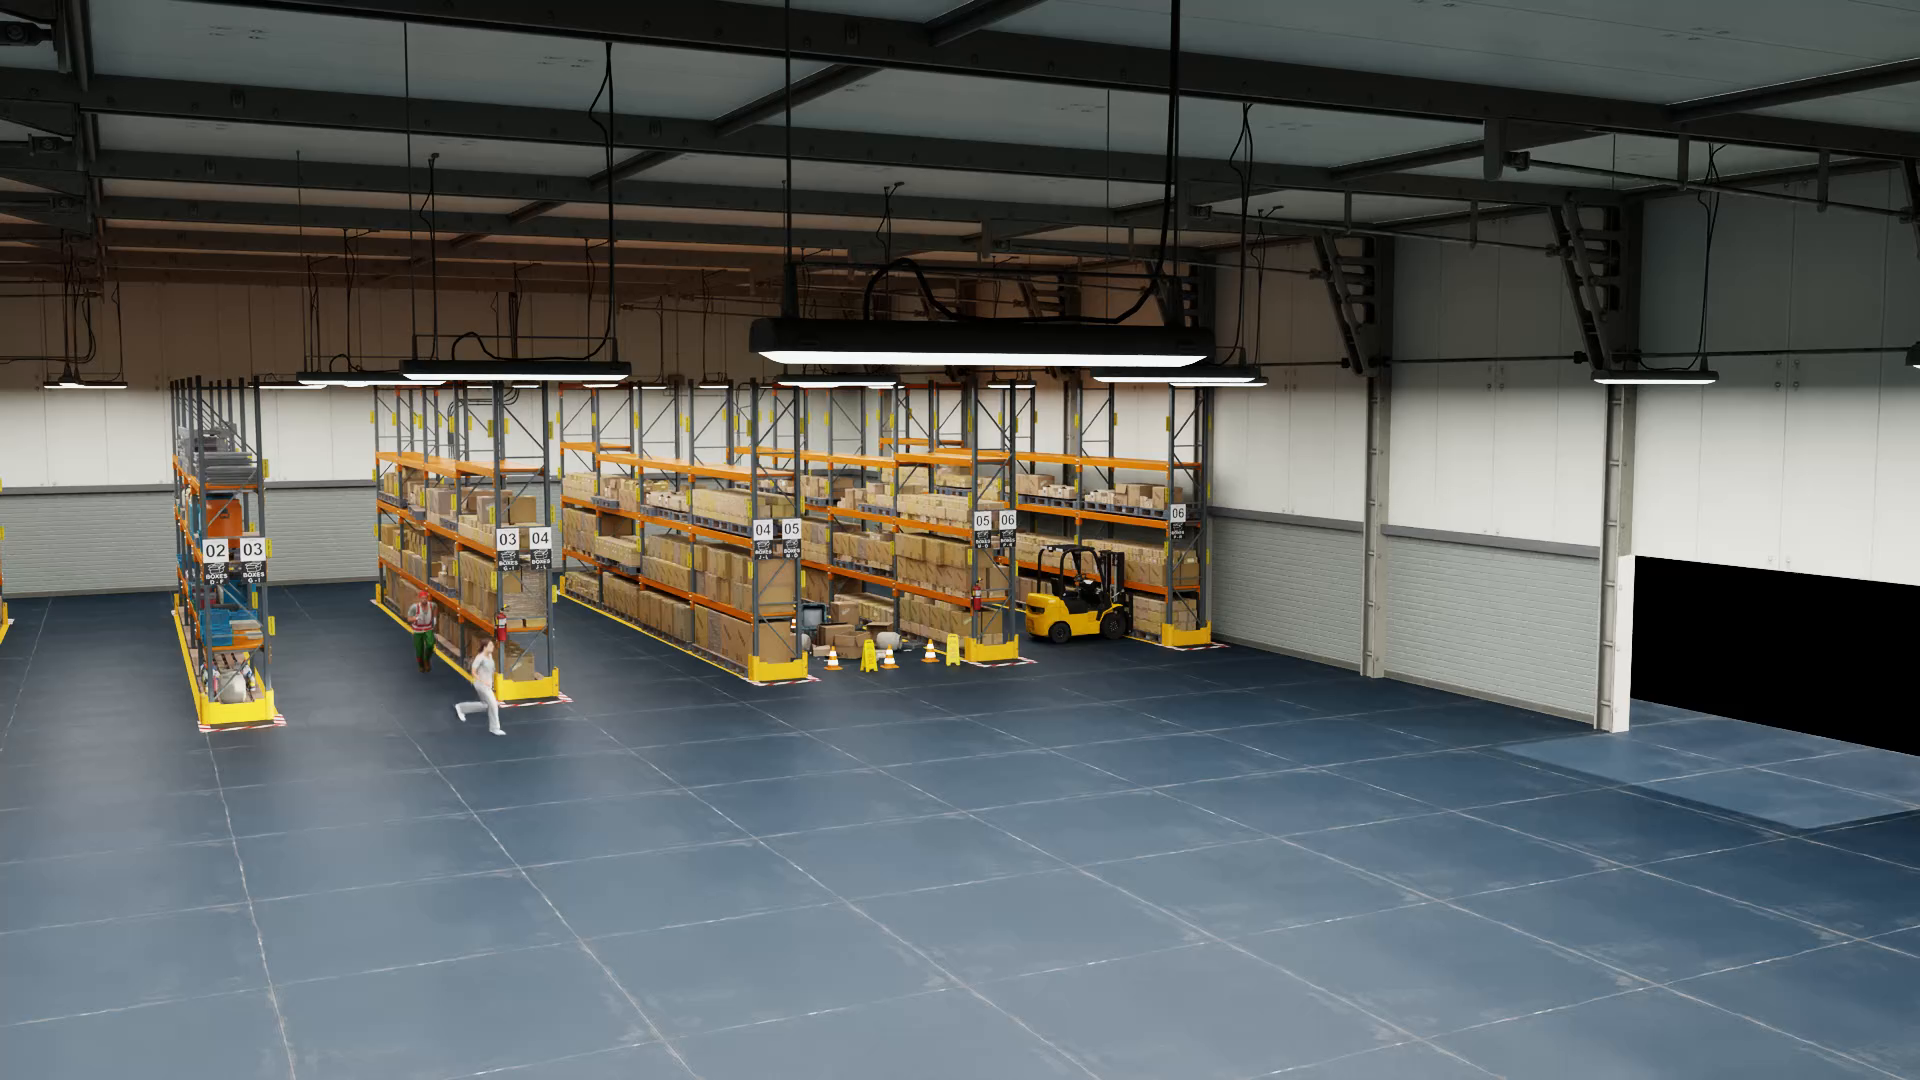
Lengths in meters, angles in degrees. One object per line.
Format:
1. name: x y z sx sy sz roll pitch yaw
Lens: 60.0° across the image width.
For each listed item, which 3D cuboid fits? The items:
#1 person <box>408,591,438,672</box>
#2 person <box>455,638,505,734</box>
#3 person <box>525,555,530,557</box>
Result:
1. person: -10.840 1.854 33.624 0.631 1.698 0.863 -2 6 -26
2. person: -8.061 2.458 27.864 0.857 1.653 0.571 1 5 6
3. person: -11.660 0.875 45.337 0.586 1.631 0.583 -2 5 -17
